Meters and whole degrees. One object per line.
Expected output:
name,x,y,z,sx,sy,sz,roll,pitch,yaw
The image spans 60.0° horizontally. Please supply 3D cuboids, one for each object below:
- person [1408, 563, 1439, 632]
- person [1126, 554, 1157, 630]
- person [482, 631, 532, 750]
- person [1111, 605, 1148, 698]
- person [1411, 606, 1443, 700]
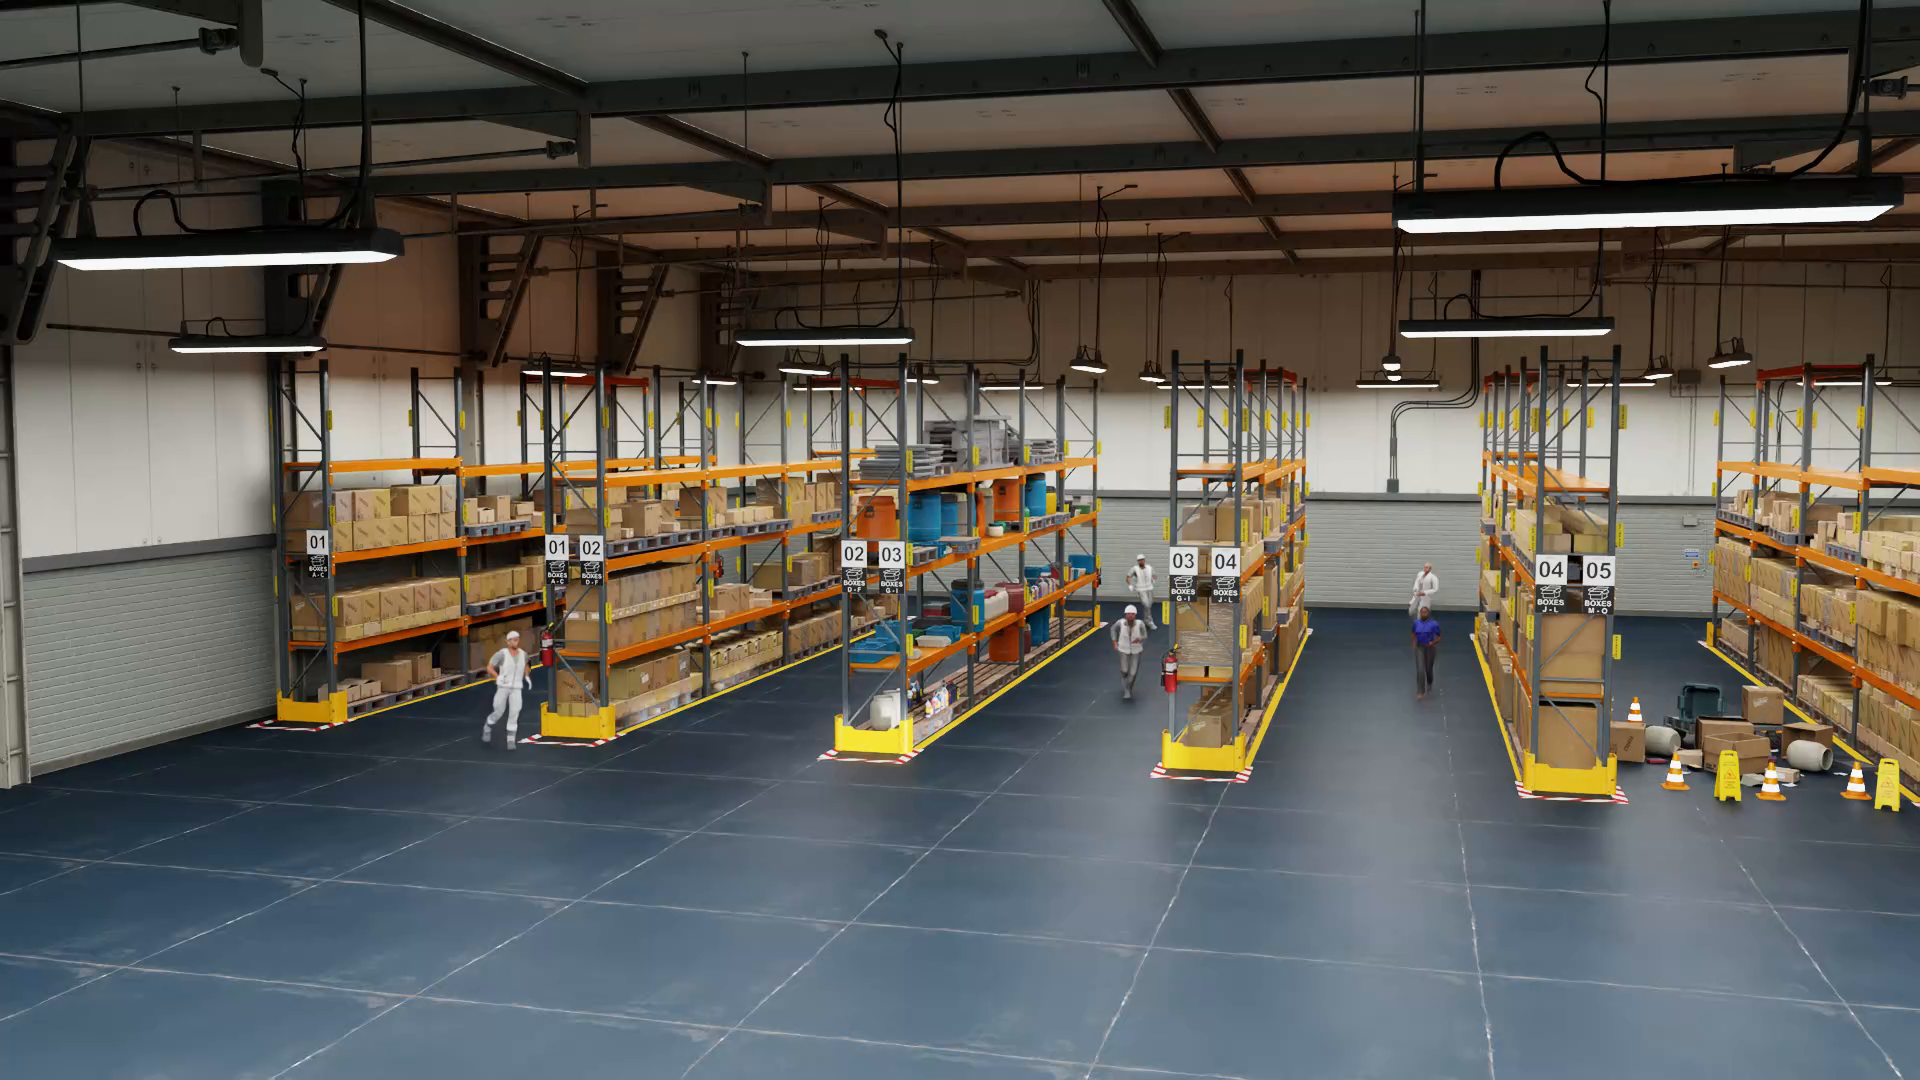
person,10.791,1.370,38.691,0.618,1.706,0.762,-3,5,-36
person,4.432,1.238,40.077,0.691,1.787,0.817,-1,4,-18
person,-6.872,2.274,25.467,0.716,1.753,0.986,-3,5,-35
person,3.040,2.012,29.904,0.639,1.701,0.706,0,4,1
person,8.372,2.008,29.869,0.573,1.653,0.837,2,4,24
